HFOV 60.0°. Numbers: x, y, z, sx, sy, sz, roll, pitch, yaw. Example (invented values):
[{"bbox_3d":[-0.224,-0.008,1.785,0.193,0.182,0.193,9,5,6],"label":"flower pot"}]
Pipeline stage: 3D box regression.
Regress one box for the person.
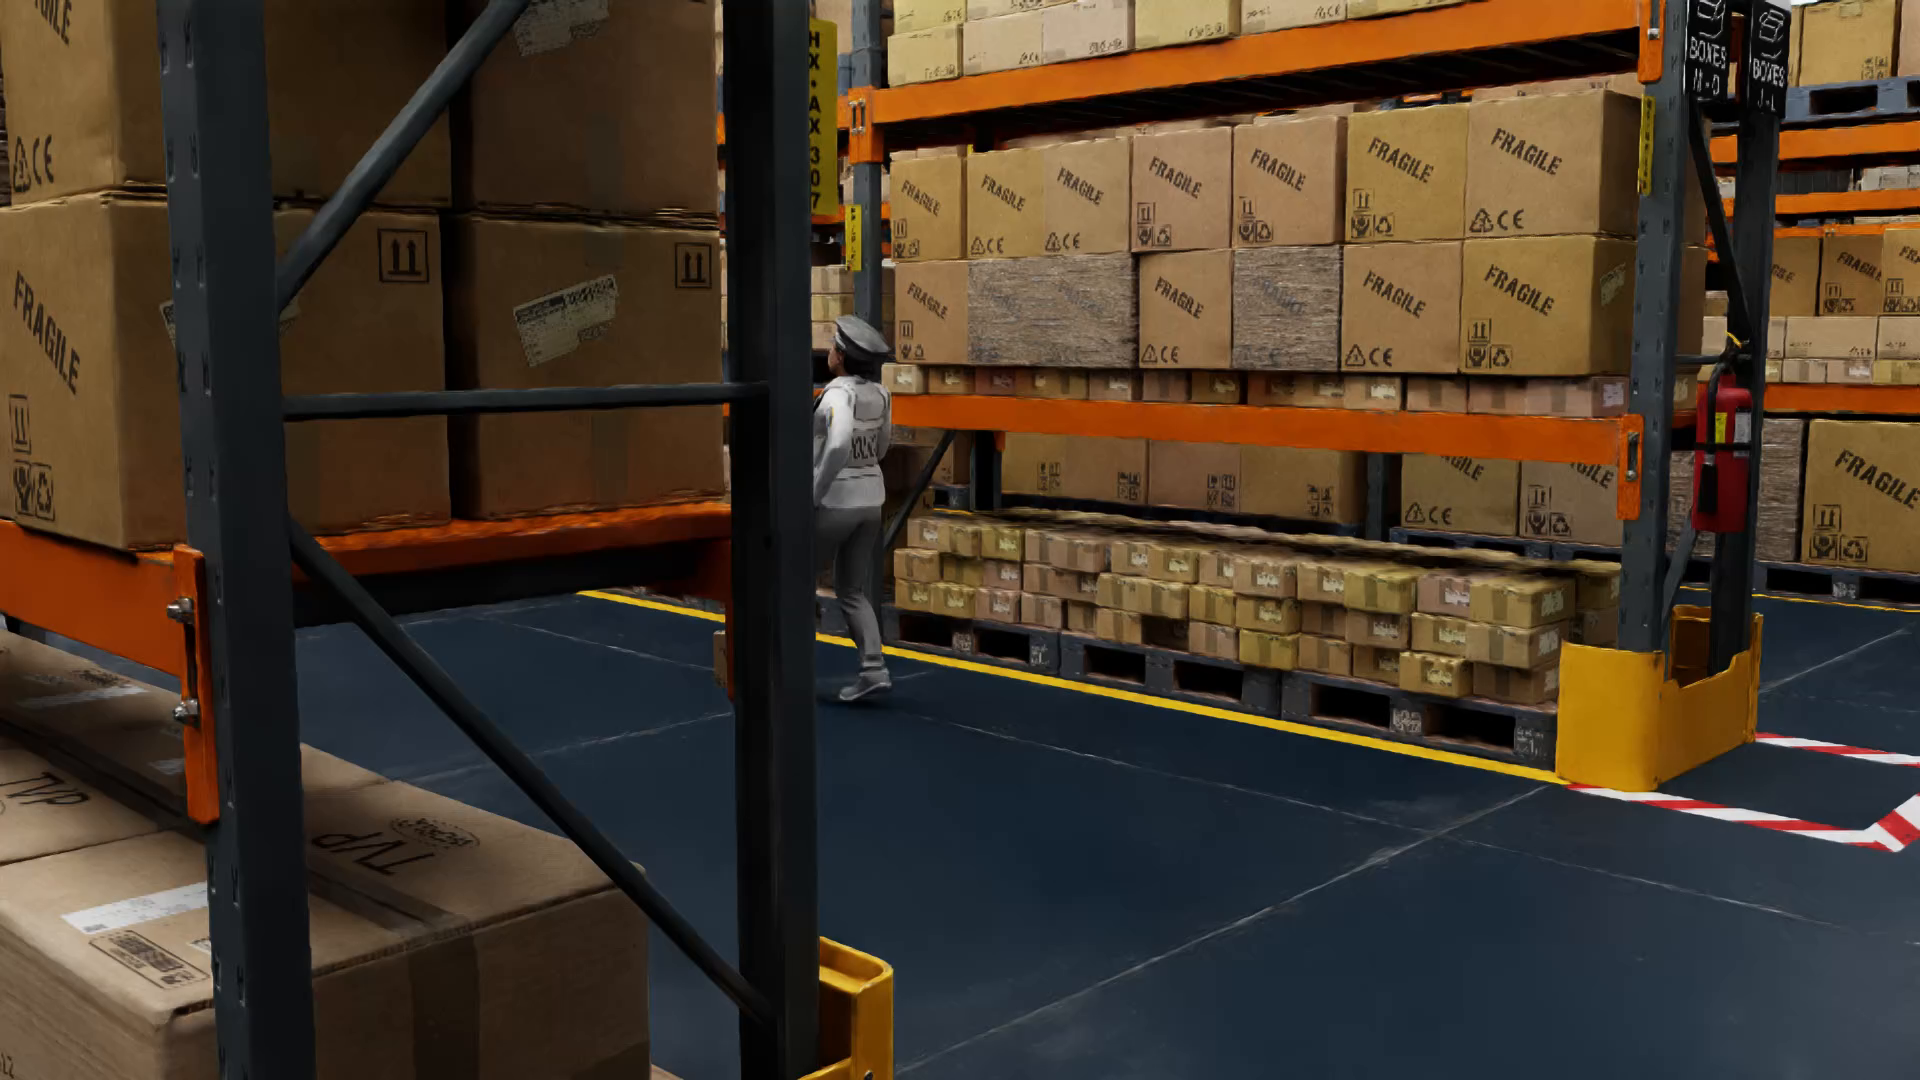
[{"bbox_3d":[-0.581,-0.129,7.242,0.802,1.673,0.574,7,10,44],"label":"person"}]
